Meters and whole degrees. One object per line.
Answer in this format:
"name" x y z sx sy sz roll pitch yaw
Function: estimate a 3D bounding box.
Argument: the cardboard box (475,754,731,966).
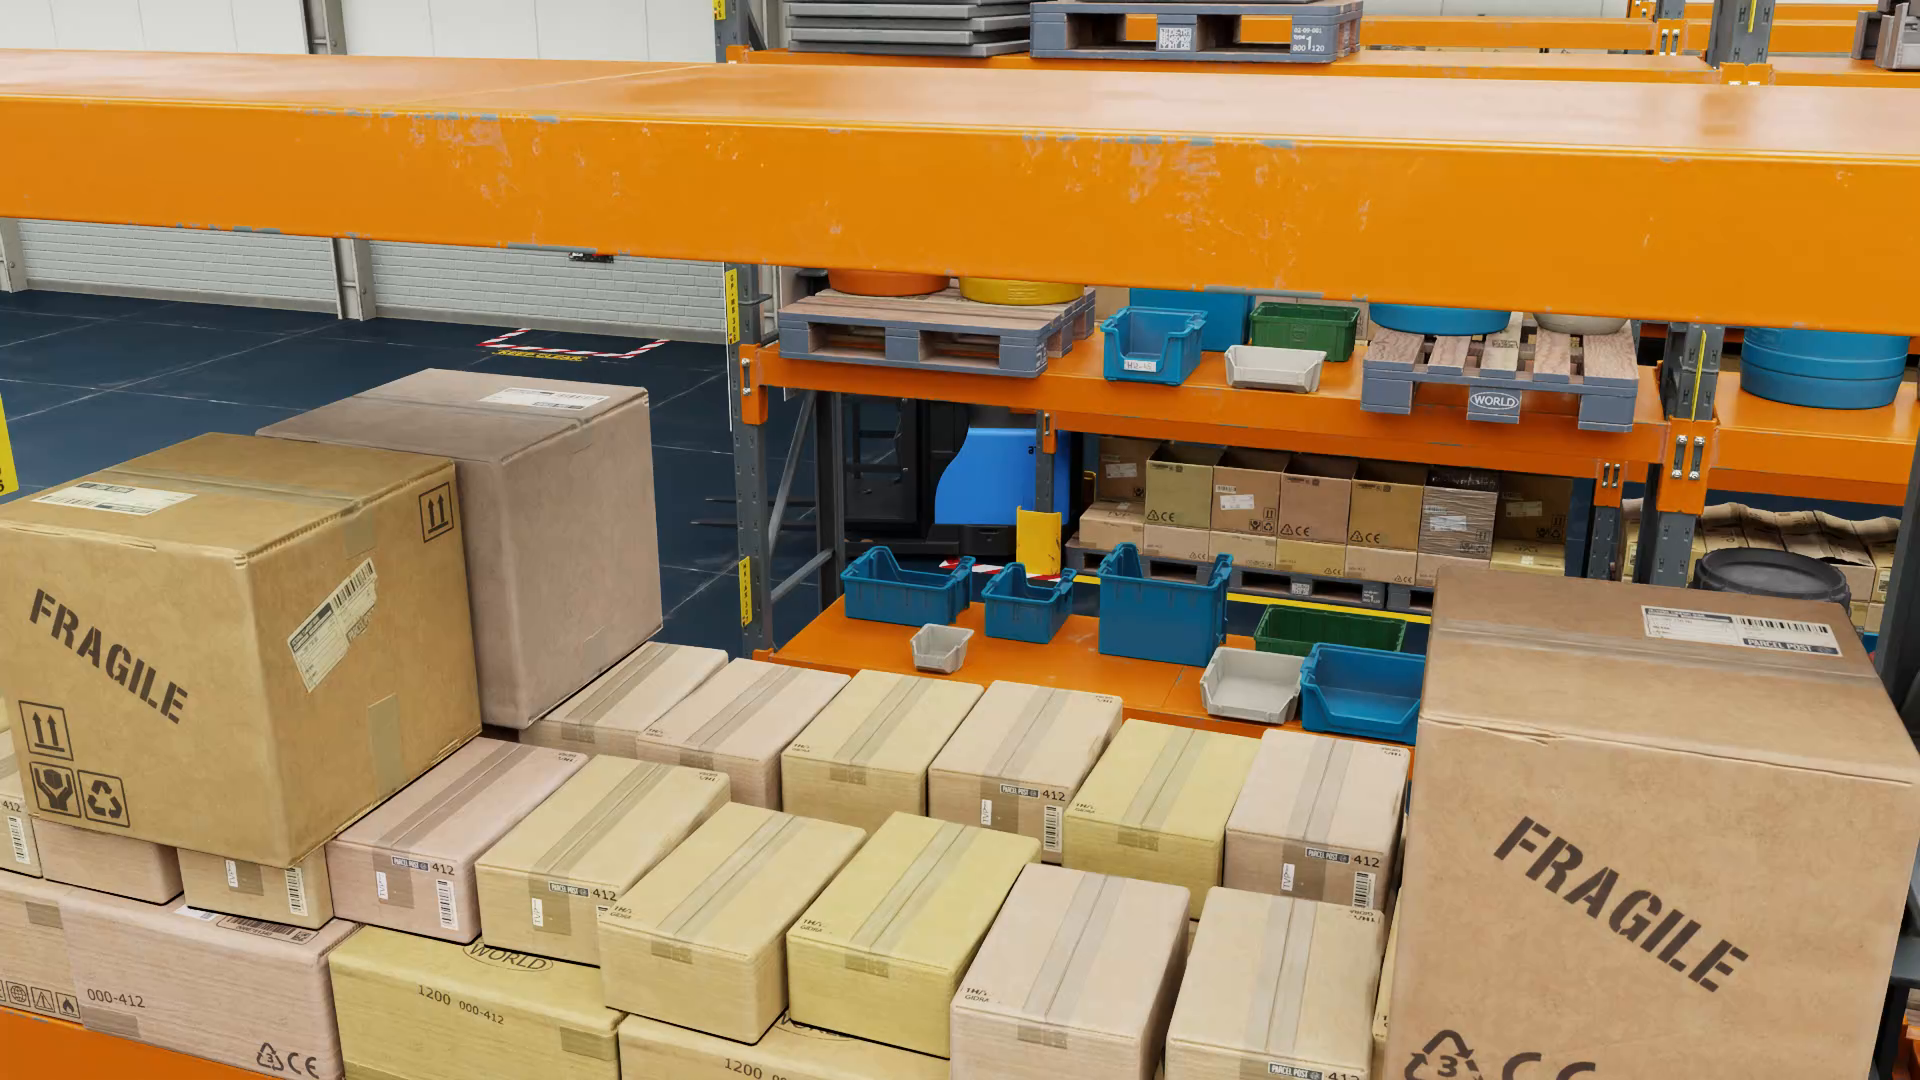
"cardboard box" -0.554 0.502 2.644 0.250 0.149 0.380 6 20 16

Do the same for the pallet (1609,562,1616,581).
"pallet" 5.283 0.483 11.870 1.213 0.211 1.003 7 20 18

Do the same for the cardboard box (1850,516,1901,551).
"cardboard box" 6.489 0.053 11.555 0.500 0.311 0.500 6 20 17

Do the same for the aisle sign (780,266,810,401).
"aisle sign" -0.804 -1.121 8.287 0.004 0.787 0.394 7 20 18

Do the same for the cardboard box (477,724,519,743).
"cardboard box" -0.867 0.288 3.257 0.250 0.149 0.380 5 20 15

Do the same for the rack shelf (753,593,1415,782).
"rack shelf" 1.056 0.762 7.926 4.000 0.370 1.077 7 20 18

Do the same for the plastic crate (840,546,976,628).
"plastic crate" -0.262 0.238 8.564 0.616 0.251 0.499 7 20 18

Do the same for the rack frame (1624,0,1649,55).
"rack frame" 6.197 -5.275 15.037 0.127 3.000 1.000 7 20 18

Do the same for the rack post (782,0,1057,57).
"rack post" -0.161 -2.269 7.174 0.954 0.300 0.937 9 21 24

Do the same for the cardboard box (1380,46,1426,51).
"cardboard box" 4.361 -4.682 16.191 0.500 0.500 0.500 6 20 18

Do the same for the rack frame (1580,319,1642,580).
"rack frame" 4.574 -0.901 11.605 0.127 3.000 1.000 7 20 18

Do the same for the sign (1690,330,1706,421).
"sign" 2.754 -0.612 6.205 0.005 0.325 0.100 7 20 18

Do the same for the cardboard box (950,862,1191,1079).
"cardboard box" 0.161 0.620 2.306 0.250 0.149 0.380 6 20 16

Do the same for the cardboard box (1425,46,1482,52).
"cardboard box" 4.616 -4.466 15.573 0.500 0.500 0.500 6 20 16

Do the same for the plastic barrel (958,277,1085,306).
"plastic barrel" 0.285 -1.414 7.593 0.600 0.588 0.600 0 19 0

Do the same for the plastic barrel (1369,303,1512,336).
"plastic barrel" 2.040 -1.354 6.946 0.708 0.901 0.600 7 20 18

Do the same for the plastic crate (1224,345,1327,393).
"plastic crate" 1.297 -0.701 6.874 0.396 0.136 0.243 7 20 18

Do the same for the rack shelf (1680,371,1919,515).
"rack shelf" 4.835 -0.222 6.193 4.000 0.370 1.077 7 20 18

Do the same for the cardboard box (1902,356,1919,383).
"cardboard box" 8.760 -1.534 15.410 0.500 0.250 0.500 7 20 19

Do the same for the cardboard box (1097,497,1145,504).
"cardboard box" 1.400 -0.267 13.325 0.500 0.250 0.500 7 20 18

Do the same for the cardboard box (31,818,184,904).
"cardboard box" -1.320 0.440 2.821 0.250 0.149 0.380 6 20 18

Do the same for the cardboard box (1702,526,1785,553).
"cardboard box" 5.354 0.112 11.386 0.500 0.311 0.500 6 20 17

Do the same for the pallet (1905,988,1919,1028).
"pallet" 3.700 2.028 7.438 1.213 0.211 1.003 7 20 18

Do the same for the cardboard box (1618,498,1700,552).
"cardboard box" 5.051 -0.111 12.026 0.500 0.311 0.500 7 20 18

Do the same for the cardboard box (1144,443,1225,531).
"cardboard box" 1.702 -0.407 12.587 0.500 0.500 0.500 7 20 18

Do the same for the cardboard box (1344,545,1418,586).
"cardboard box" 3.118 0.110 12.243 0.500 0.250 0.500 7 20 18

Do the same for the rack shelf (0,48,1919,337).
"rack shelf" -0.569 -0.597 2.498 3.687 0.071 0.831 7 20 18

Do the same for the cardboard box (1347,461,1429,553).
"cardboard box" 3.123 -0.248 12.131 0.500 0.500 0.500 7 20 18

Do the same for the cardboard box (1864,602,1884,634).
"cardboard box" 6.327 0.485 11.166 0.500 0.250 0.500 7 20 19

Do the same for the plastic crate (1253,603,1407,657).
"plastic crate" 1.756 0.504 7.895 0.662 0.188 0.450 7 20 18

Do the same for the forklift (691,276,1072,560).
"forklift" -0.623 -1.395 13.124 3.031 2.935 1.130 1 19 3

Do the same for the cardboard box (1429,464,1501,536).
"cardboard box" 3.764 -0.354 12.436 0.500 0.500 0.500 7 20 18

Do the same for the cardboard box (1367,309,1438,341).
"cardboard box" 3.203 -1.716 11.818 0.500 0.500 0.700 7 20 18

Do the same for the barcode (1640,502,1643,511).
"barcode" 4.679 -0.225 11.335 0.075 0.075 0.001 7 20 18

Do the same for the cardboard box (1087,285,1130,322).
"cardboard box" 1.283 -1.933 12.442 0.500 0.500 0.700 7 20 18

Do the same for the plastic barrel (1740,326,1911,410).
"plastic barrel" 3.497 -1.027 6.648 0.708 0.901 0.600 7 20 18

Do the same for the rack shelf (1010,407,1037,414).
"rack shelf" 0.636 -0.870 13.312 0.480 0.518 0.431 10 22 6

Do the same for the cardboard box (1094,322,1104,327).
"cardboard box" 1.096 -1.578 12.408 0.250 0.149 0.380 6 20 18

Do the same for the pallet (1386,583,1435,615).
"pallet" 3.837 0.316 12.348 1.213 0.211 1.003 7 20 18

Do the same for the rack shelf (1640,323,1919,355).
"rack shelf" 8.086 -1.886 15.523 4.000 0.370 1.077 7 20 18

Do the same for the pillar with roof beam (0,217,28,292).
"pillar with roof beam" -15.053 -6.506 18.569 0.400 9.000 9.100 7 20 18

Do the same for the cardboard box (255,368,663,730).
"cardboard box" -0.911 -0.005 3.113 0.500 0.500 0.500 7 20 18

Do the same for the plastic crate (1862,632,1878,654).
"plastic crate" 4.089 0.668 7.126 0.575 0.384 0.392 7 20 18

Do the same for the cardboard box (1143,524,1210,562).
"cardboard box" 1.703 -0.053 12.712 0.500 0.250 0.500 7 20 18

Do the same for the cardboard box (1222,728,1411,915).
"cardboard box" 0.590 0.470 2.736 0.250 0.149 0.380 7 20 18

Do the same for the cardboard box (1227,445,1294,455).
"cardboard box" 2.350 -0.519 12.907 0.500 0.500 0.500 7 20 18

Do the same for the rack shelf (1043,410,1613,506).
"rack shelf" 2.685 -0.778 12.343 4.000 0.370 1.077 7 20 18

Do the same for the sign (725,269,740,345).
"sign" -1.018 -1.044 7.443 0.005 0.325 0.100 7 20 18

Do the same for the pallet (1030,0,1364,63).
"pallet" 1.001 -2.128 6.904 1.213 0.211 1.003 7 20 18

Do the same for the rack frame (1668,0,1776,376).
"rack frame" 2.945 -2.194 6.200 0.127 3.000 1.000 7 20 18

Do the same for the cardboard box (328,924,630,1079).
"cardboard box" -0.639 0.696 2.692 0.500 0.250 0.500 7 20 20

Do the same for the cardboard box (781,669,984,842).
"cardboard box" -0.130 0.384 2.981 0.250 0.149 0.380 6 20 17

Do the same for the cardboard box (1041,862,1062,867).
"cardboard box" 0.012 0.592 2.992 0.500 0.250 0.500 6 20 16

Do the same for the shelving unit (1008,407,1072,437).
"shelving unit" 0.638 -0.883 13.307 0.503 2.100 0.431 10 22 6
